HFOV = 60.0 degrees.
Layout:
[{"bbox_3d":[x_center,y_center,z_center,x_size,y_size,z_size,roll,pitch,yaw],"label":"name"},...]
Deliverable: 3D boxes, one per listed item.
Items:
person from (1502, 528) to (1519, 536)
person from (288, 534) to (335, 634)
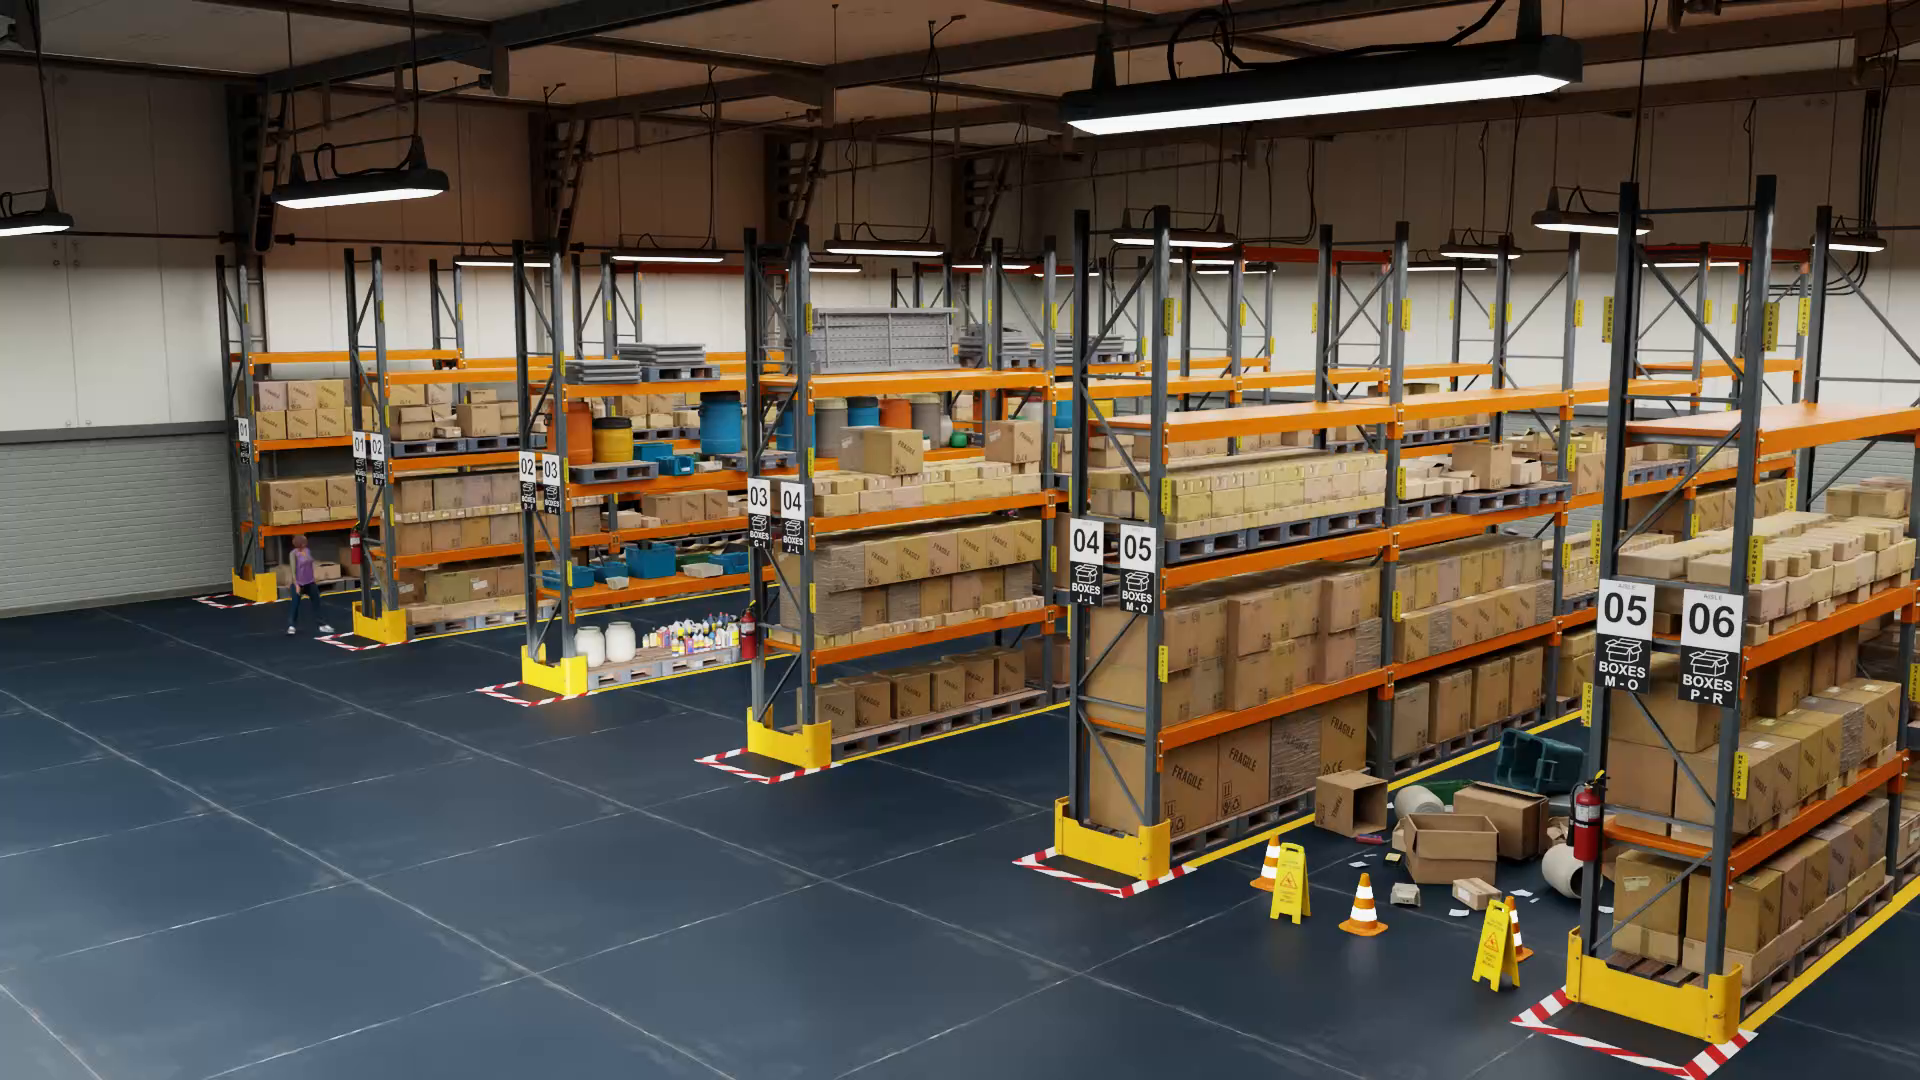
[{"bbox_3d":[8.398,0.677,25.614,0.510,1.746,0.539,5,10,33],"label":"person"},{"bbox_3d":[-10.289,0.686,26.159,0.626,1.586,0.554,6,10,35],"label":"person"}]
